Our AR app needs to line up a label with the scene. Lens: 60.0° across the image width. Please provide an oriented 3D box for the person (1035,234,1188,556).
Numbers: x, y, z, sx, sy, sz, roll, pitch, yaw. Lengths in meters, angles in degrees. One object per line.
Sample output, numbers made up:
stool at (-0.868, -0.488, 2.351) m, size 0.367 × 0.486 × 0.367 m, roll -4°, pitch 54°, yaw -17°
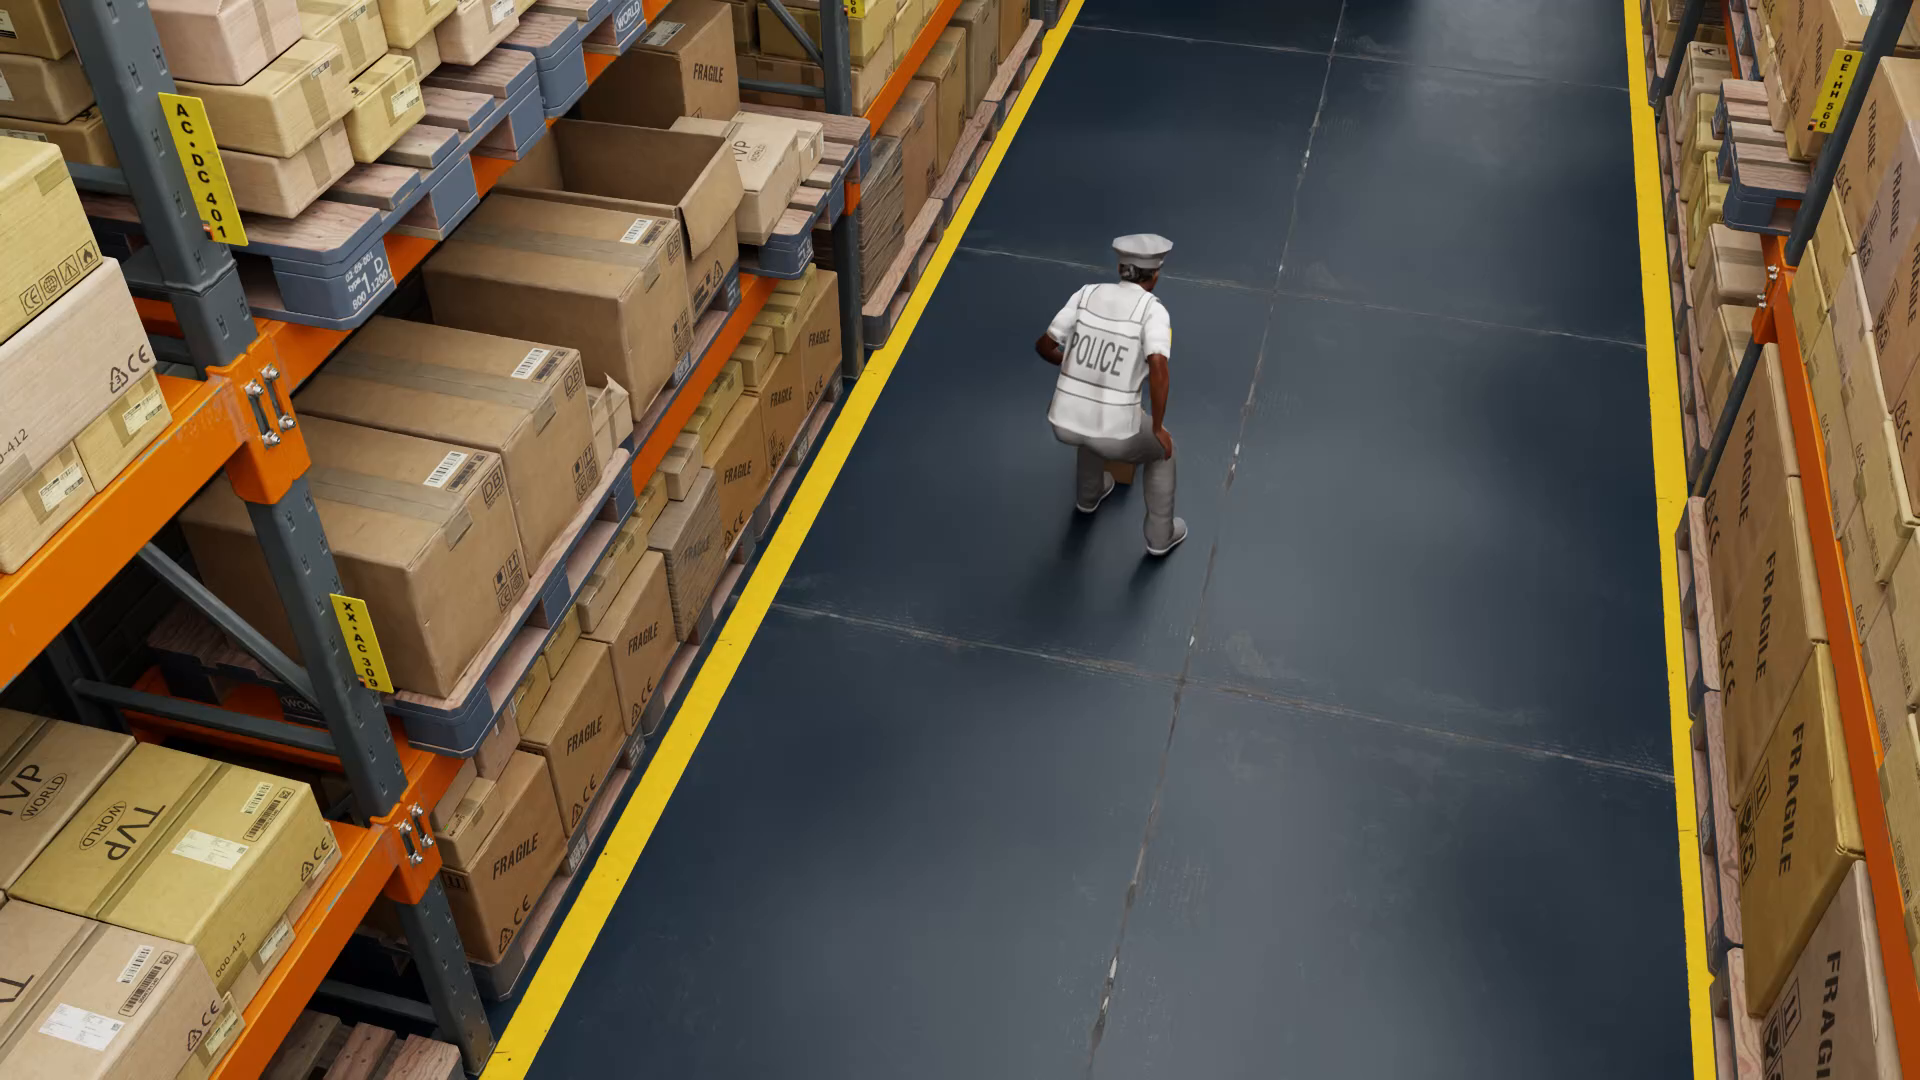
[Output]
person at (0.659, -0.563, 7.019) m, size 0.692 × 1.382 × 0.708 m, roll 22°, pitch 46°, yaw 23°
